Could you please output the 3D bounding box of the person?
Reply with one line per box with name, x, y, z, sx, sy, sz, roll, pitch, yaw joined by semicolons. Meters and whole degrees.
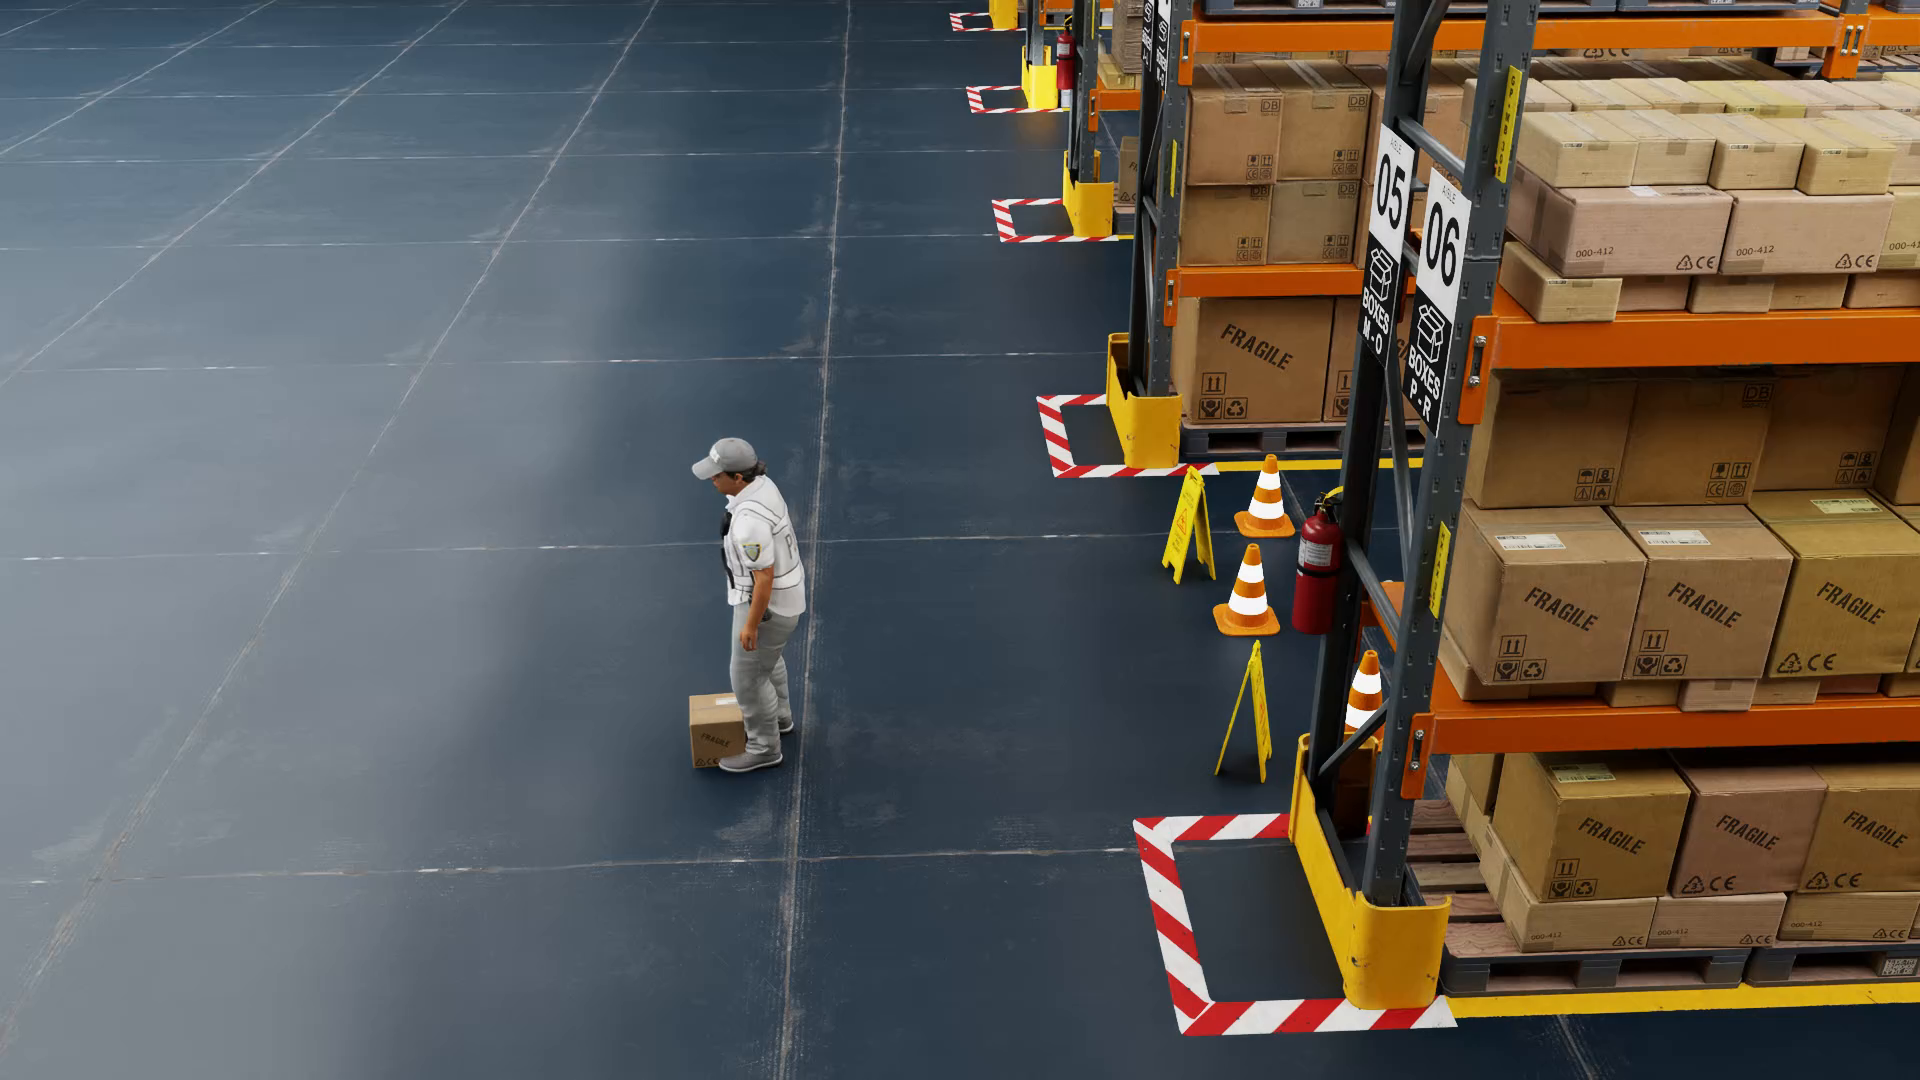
person;-0.943;0.281;7.648;0.467;1.667;0.559;-2;28;-4
